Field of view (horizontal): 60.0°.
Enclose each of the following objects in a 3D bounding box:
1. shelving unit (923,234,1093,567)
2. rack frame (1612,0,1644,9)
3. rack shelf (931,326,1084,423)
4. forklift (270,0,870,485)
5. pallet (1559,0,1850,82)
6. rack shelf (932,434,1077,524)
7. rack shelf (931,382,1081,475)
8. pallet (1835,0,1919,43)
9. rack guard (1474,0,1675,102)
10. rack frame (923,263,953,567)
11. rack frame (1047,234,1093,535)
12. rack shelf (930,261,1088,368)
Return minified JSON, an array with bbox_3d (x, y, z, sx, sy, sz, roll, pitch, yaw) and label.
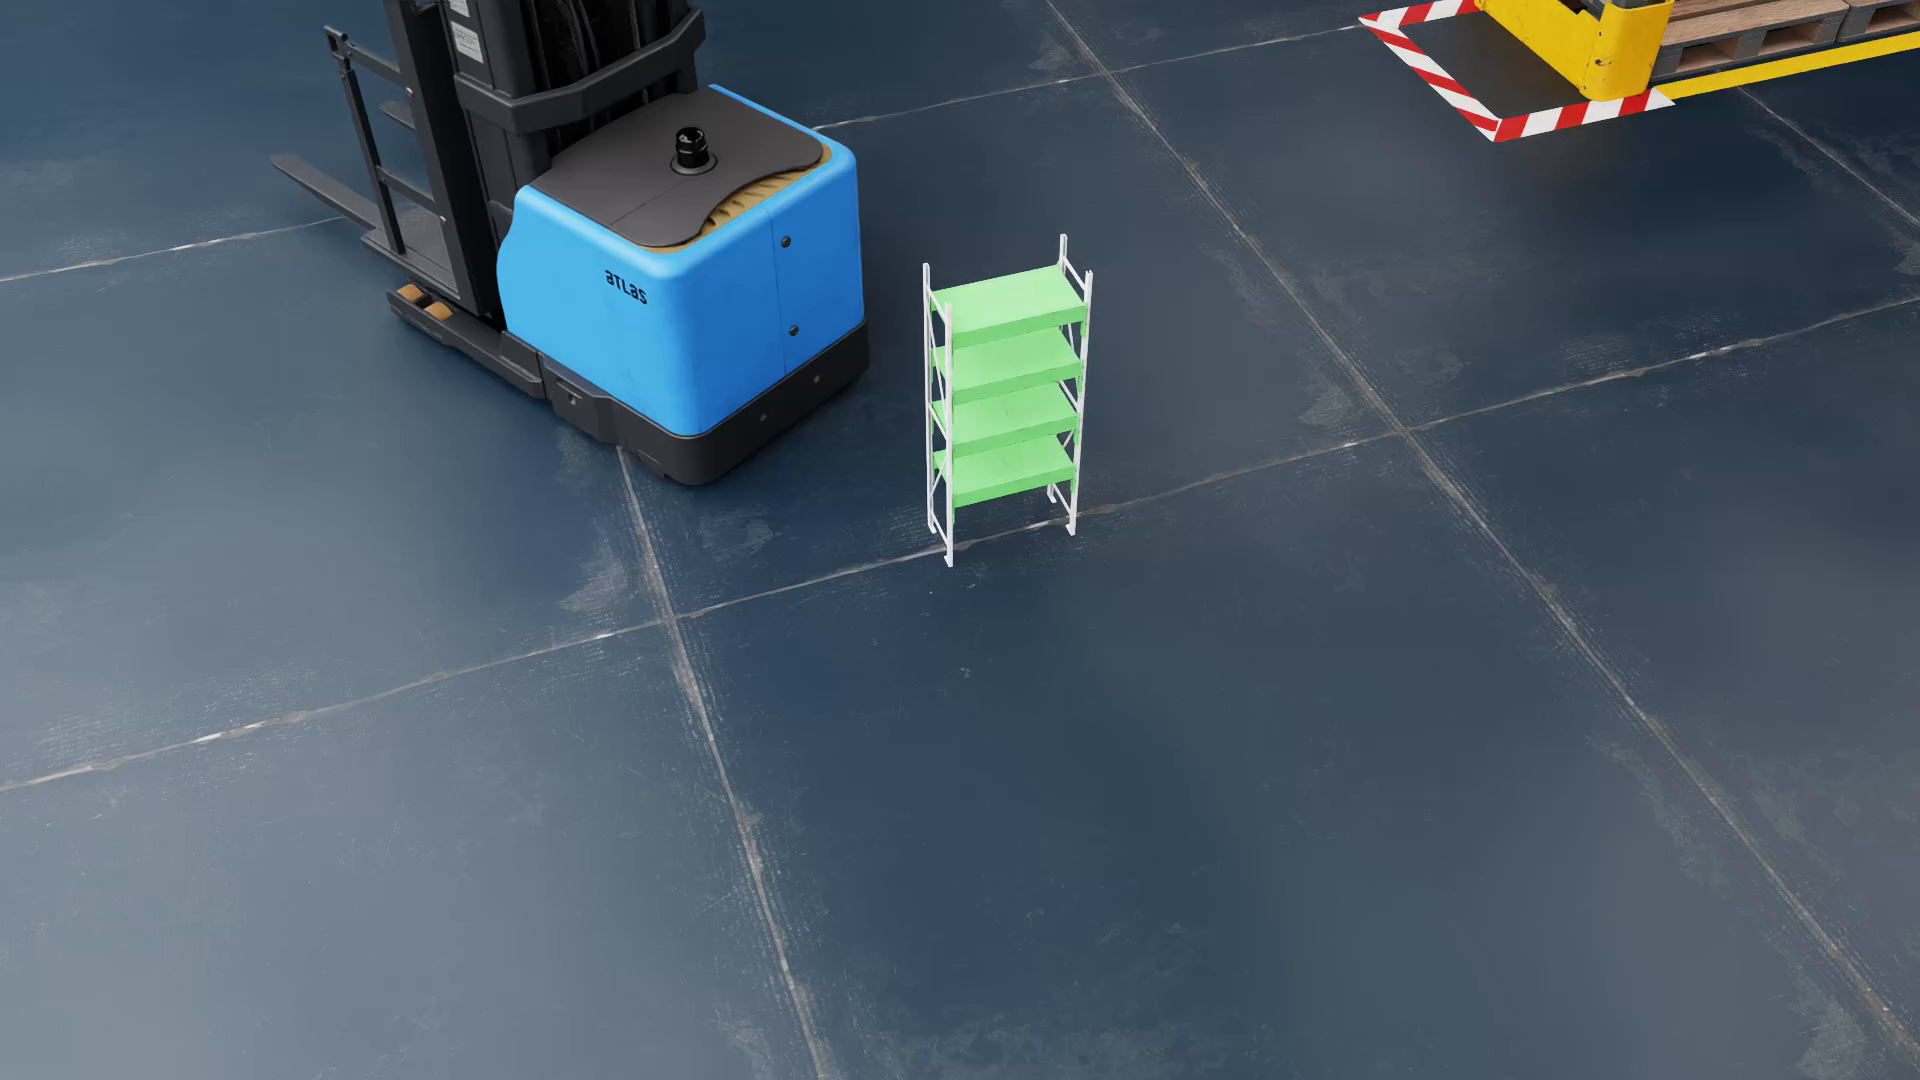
[{"bbox_3d":[0.156,-0.463,5.865,0.503,1.200,0.258,-14,47,-14],"label":"shelving unit"},{"bbox_3d":[3.135,-3.660,7.780,0.127,3.000,1.000,-14,47,-14],"label":"rack frame"},{"bbox_3d":[0.156,-0.588,5.740,0.480,0.148,0.258,-14,47,-14],"label":"rack shelf"},{"bbox_3d":[-1.824,-2.136,6.310,3.031,2.935,1.130,31,53,27],"label":"forklift"},{"bbox_3d":[3.956,-2.918,9.009,1.213,0.211,1.003,-14,47,-14],"label":"pallet"},{"bbox_3d":[0.156,-0.249,6.080,0.480,0.148,0.258,-14,47,-14],"label":"rack shelf"},{"bbox_3d":[0.156,-0.418,5.910,0.480,0.148,0.258,-14,47,-14],"label":"rack shelf"},{"bbox_3d":[5.102,-3.208,9.299,1.213,0.211,1.003,-14,47,-14],"label":"pallet"},{"bbox_3d":[3.190,-2.828,8.715,0.348,0.500,1.175,-14,47,-14],"label":"rack guard"},{"bbox_3d":[-0.074,-0.405,5.806,0.015,1.200,0.240,-14,47,-14],"label":"rack frame"},{"bbox_3d":[0.385,-0.522,5.923,0.015,1.200,0.240,-14,47,-14],"label":"rack frame"},{"bbox_3d":[0.156,-0.757,5.570,0.480,0.148,0.258,-14,47,-14],"label":"rack shelf"}]
